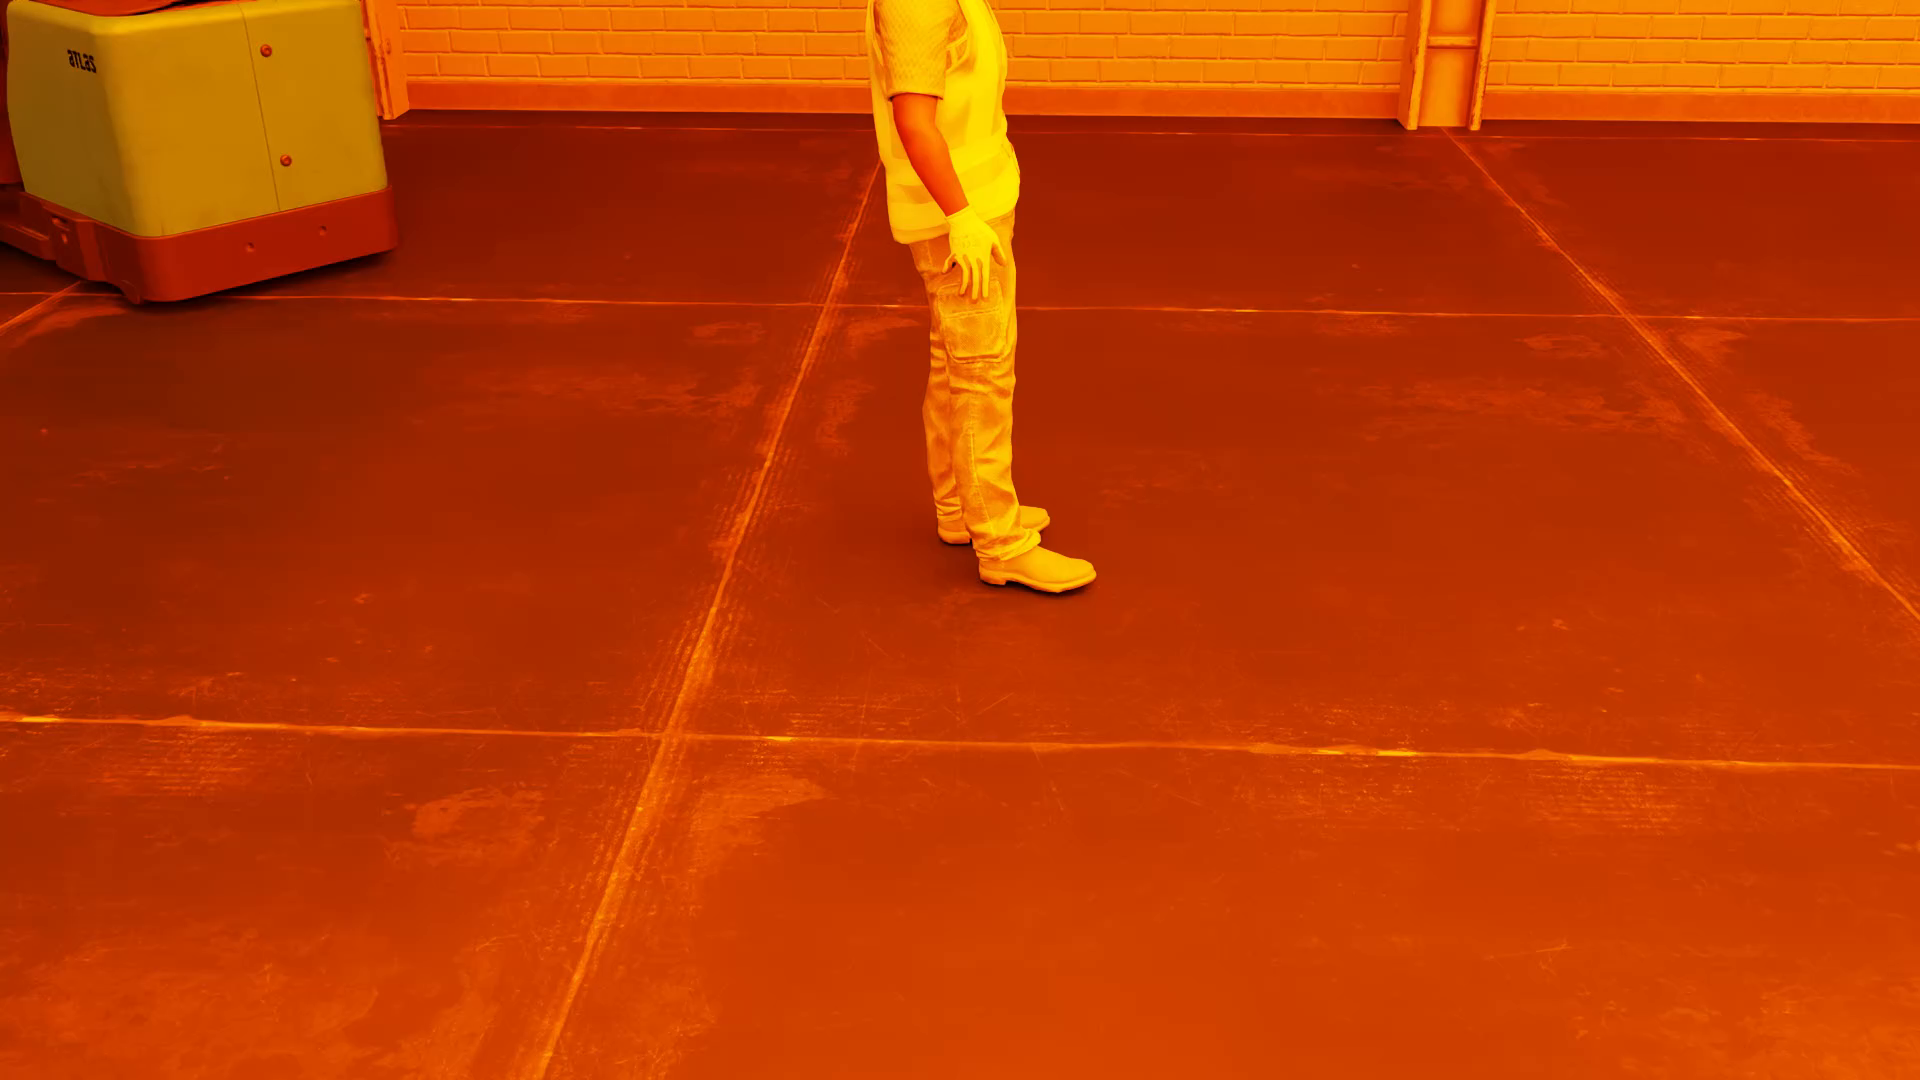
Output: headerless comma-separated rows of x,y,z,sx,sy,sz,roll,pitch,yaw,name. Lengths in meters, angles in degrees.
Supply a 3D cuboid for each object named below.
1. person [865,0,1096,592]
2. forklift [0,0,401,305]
0.071,-0.801,4.113,0.577,1.782,0.656,1,26,2,person
-3.733,-2.725,6.732,3.031,2.935,1.130,21,33,36,forklift
